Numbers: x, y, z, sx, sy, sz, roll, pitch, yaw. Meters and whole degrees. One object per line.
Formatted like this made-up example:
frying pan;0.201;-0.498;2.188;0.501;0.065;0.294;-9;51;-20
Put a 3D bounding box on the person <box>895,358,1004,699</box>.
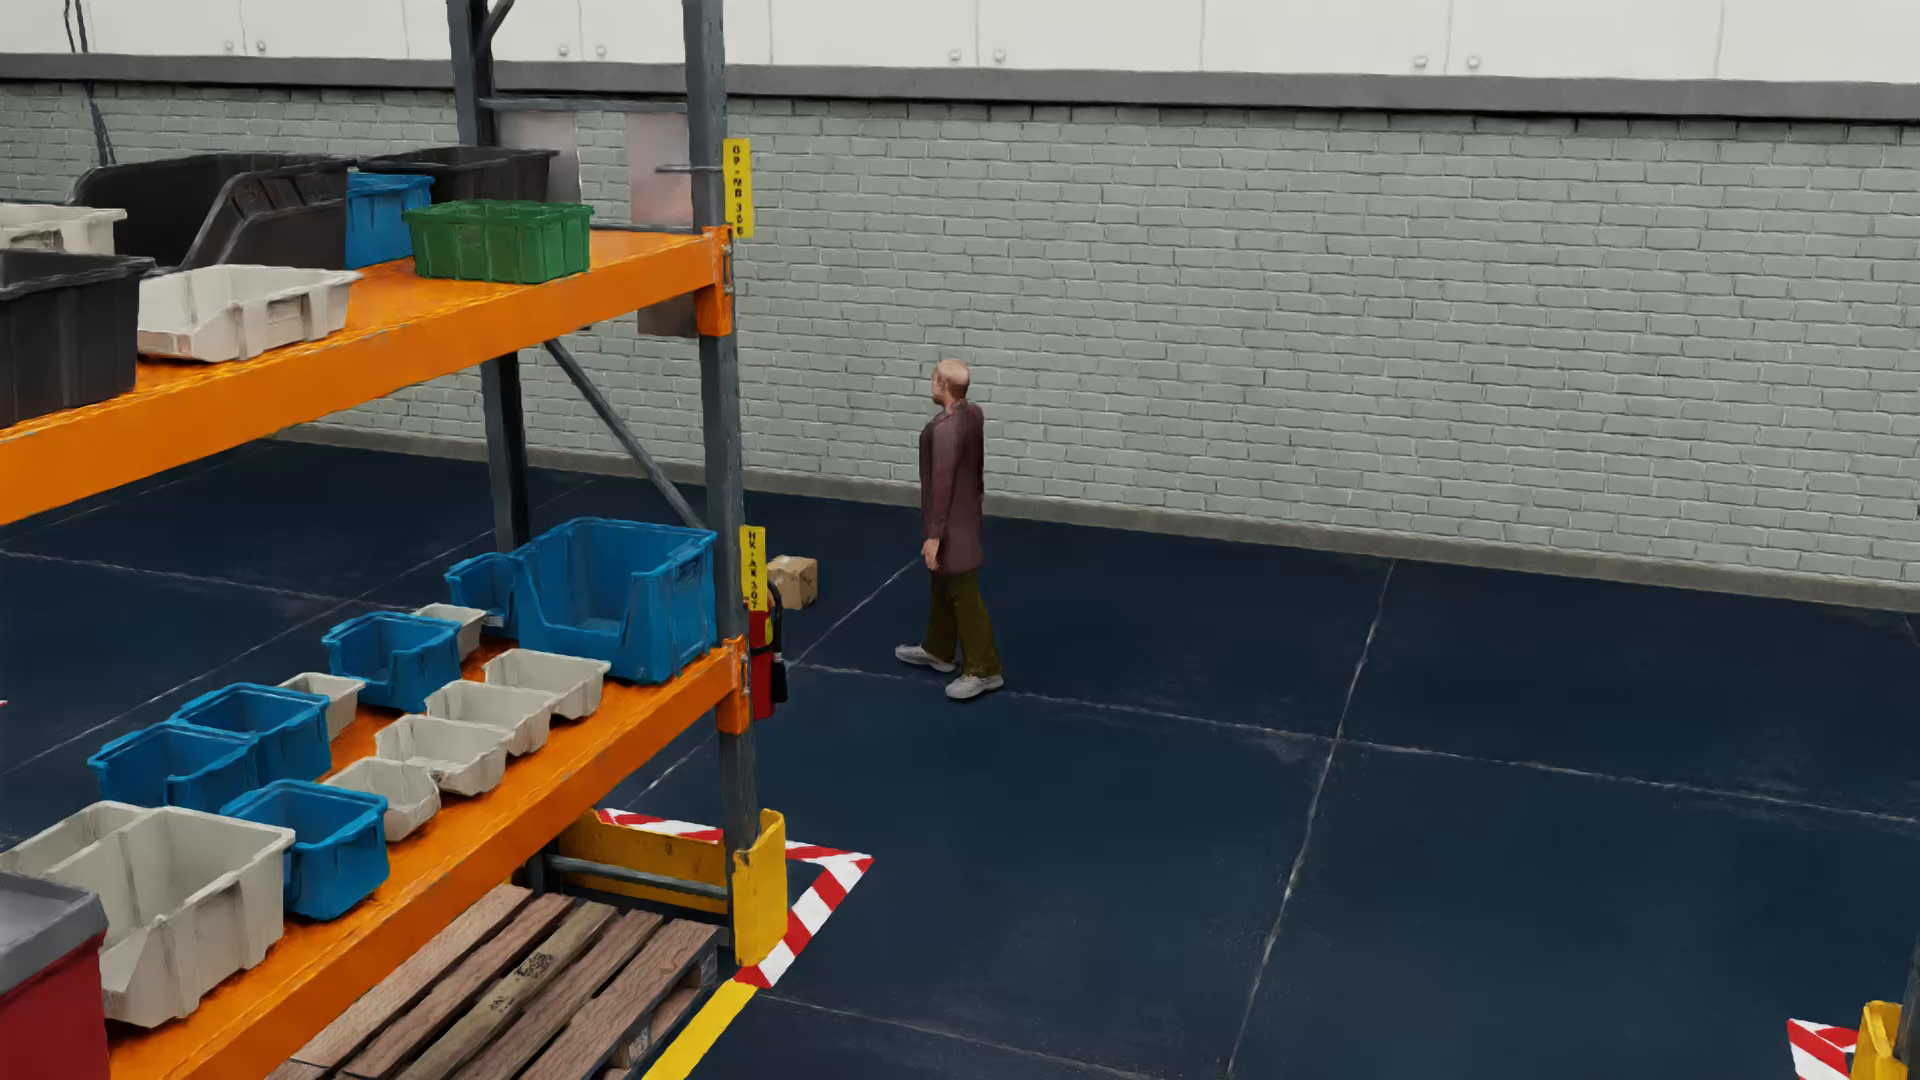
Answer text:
person;-0.063;-0.104;8.866;0.682;1.775;0.779;4;19;13
